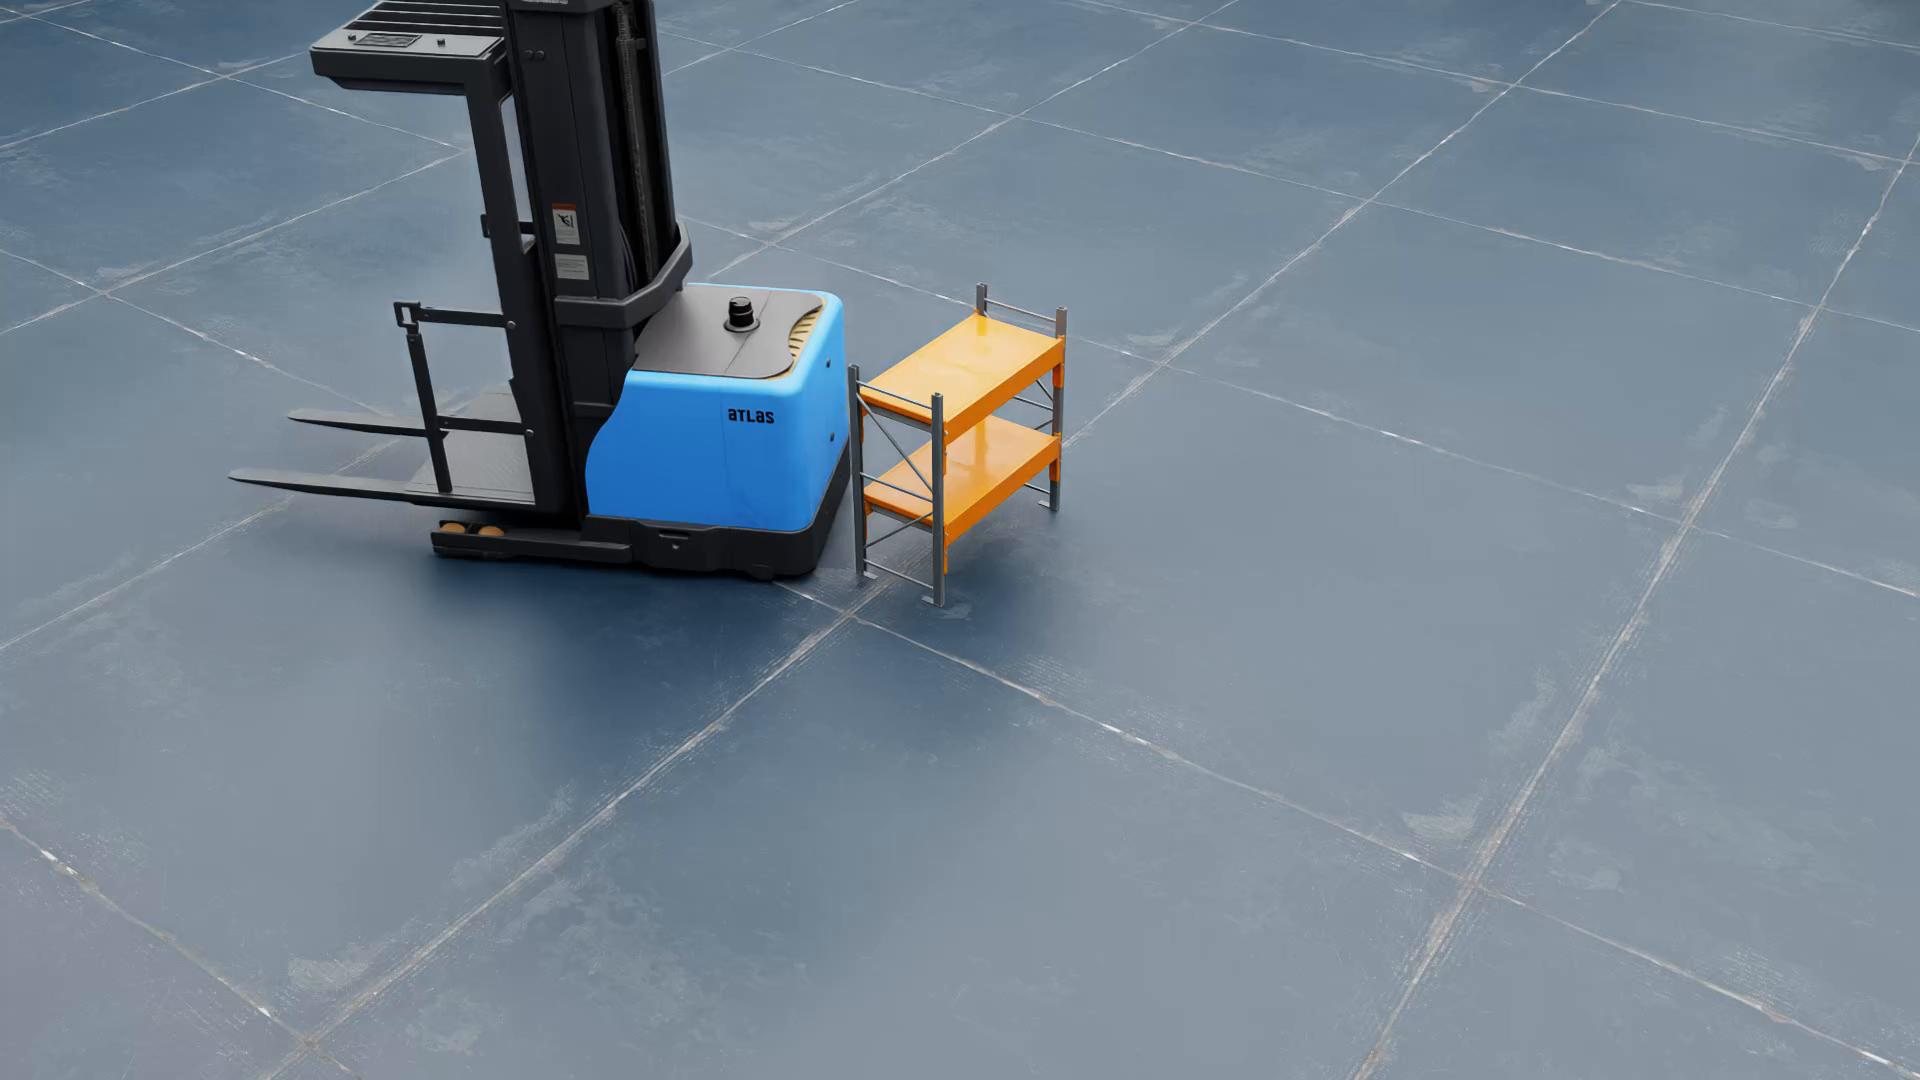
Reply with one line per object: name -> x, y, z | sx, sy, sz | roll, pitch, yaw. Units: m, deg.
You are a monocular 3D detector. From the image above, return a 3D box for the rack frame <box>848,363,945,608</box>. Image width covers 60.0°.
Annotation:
rack frame -> -0.286, -0.235, 7.594 | 0.500, 1.125, 0.032 | 21, 39, 28

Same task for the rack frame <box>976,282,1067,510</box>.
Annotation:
rack frame -> 0.294, -0.703, 8.285 | 0.500, 1.125, 0.032 | 21, 39, 28

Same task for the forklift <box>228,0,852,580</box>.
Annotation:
forklift -> -2.121, -1.400, 7.704 | 3.031, 2.935, 1.130 | 5, 34, 7

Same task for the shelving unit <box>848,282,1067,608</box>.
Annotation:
shelving unit -> 0.004, -0.469, 7.939 | 0.538, 1.125, 1.048 | 21, 39, 28

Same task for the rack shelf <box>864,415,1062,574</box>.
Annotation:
rack shelf -> 0.004, -0.267, 8.076 | 0.538, 0.278, 1.000 | 21, 39, 28

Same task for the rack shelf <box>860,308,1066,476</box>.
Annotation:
rack shelf -> 0.004, -0.712, 7.776 | 0.538, 0.278, 1.000 | 21, 39, 28
